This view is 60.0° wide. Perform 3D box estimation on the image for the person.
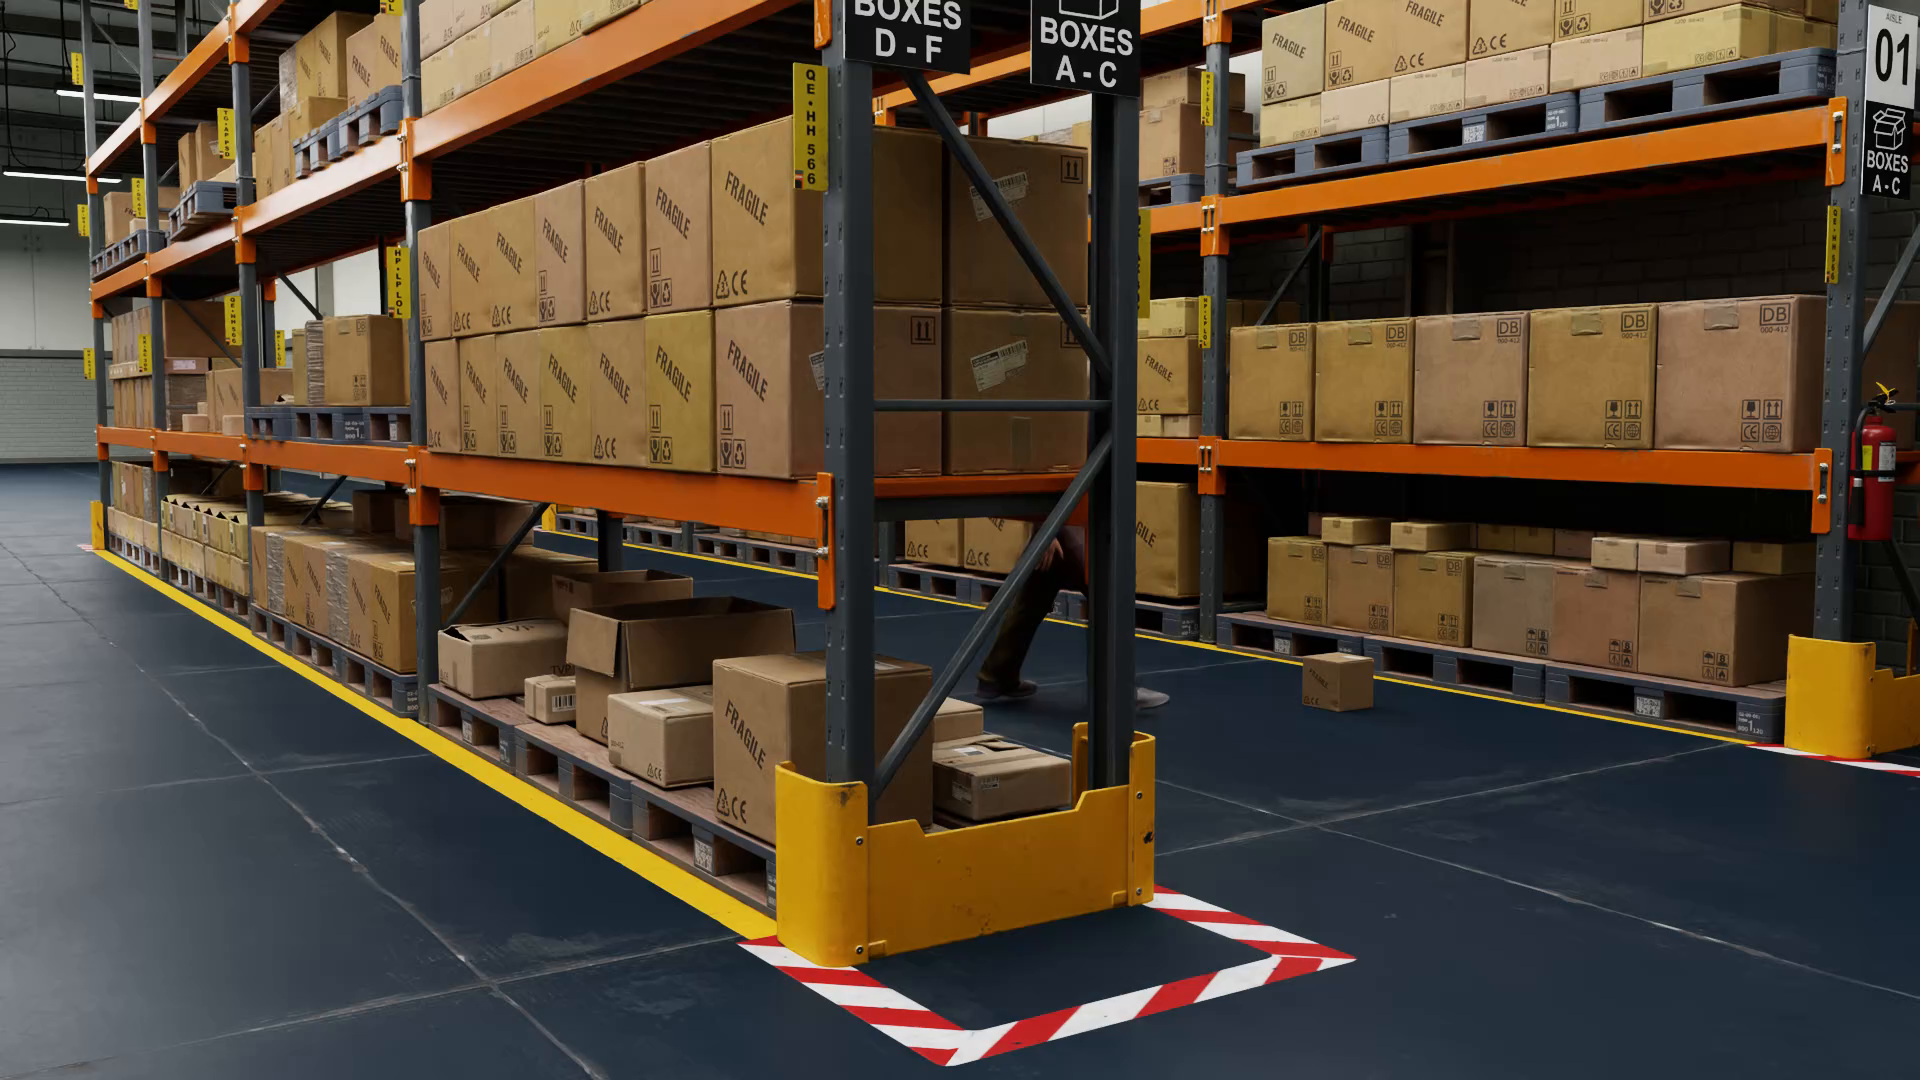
[{"bbox_3d":[0.551,-0.030,8.274,0.960,1.711,0.695,0,5,2],"label":"person"}]
